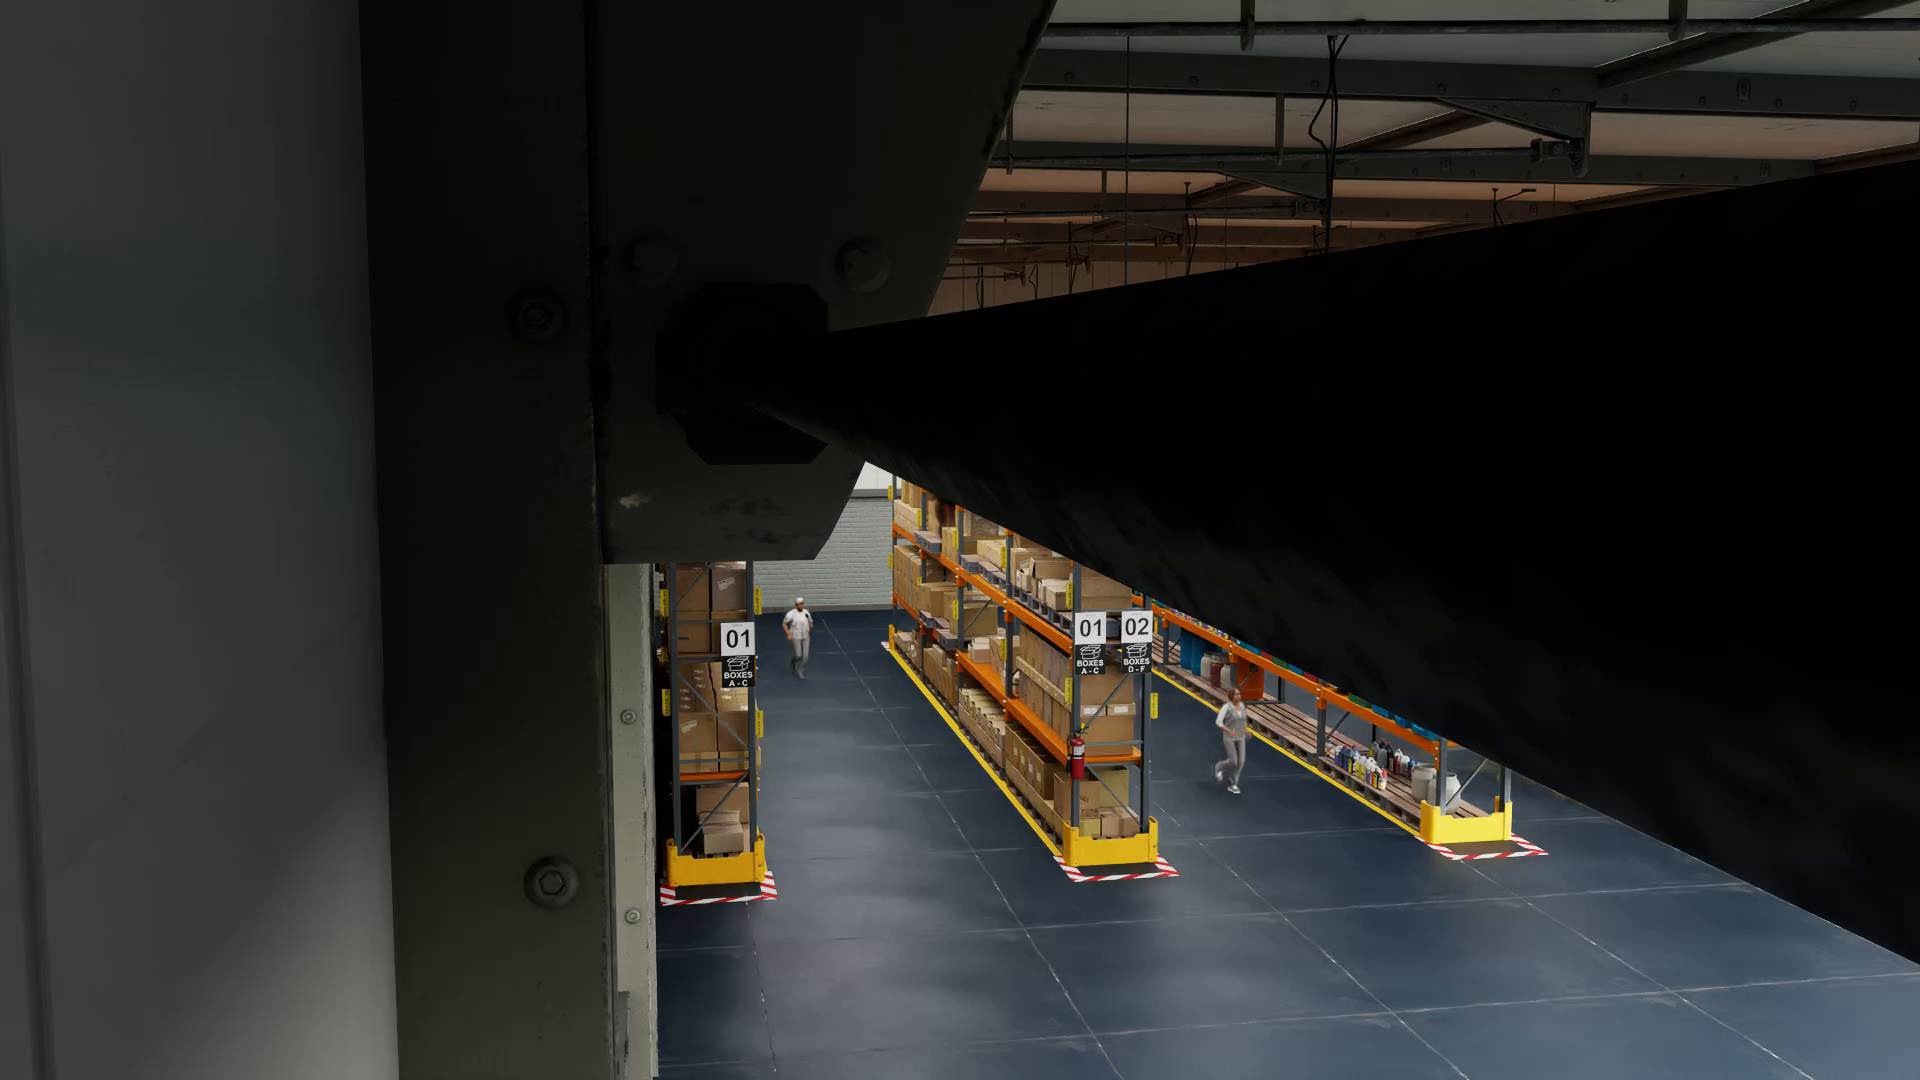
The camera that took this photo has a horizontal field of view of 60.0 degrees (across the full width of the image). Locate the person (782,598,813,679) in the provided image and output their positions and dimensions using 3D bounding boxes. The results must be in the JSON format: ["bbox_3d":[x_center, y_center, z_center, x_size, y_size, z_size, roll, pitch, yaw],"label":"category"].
[{"bbox_3d":[-3.169,1.959,33.020,0.602,1.625,0.523,-3,7,-26],"label":"person"}]

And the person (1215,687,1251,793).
[{"bbox_3d":[3.997,2.930,24.435,0.534,1.535,0.557,-3,7,-29],"label":"person"}]
